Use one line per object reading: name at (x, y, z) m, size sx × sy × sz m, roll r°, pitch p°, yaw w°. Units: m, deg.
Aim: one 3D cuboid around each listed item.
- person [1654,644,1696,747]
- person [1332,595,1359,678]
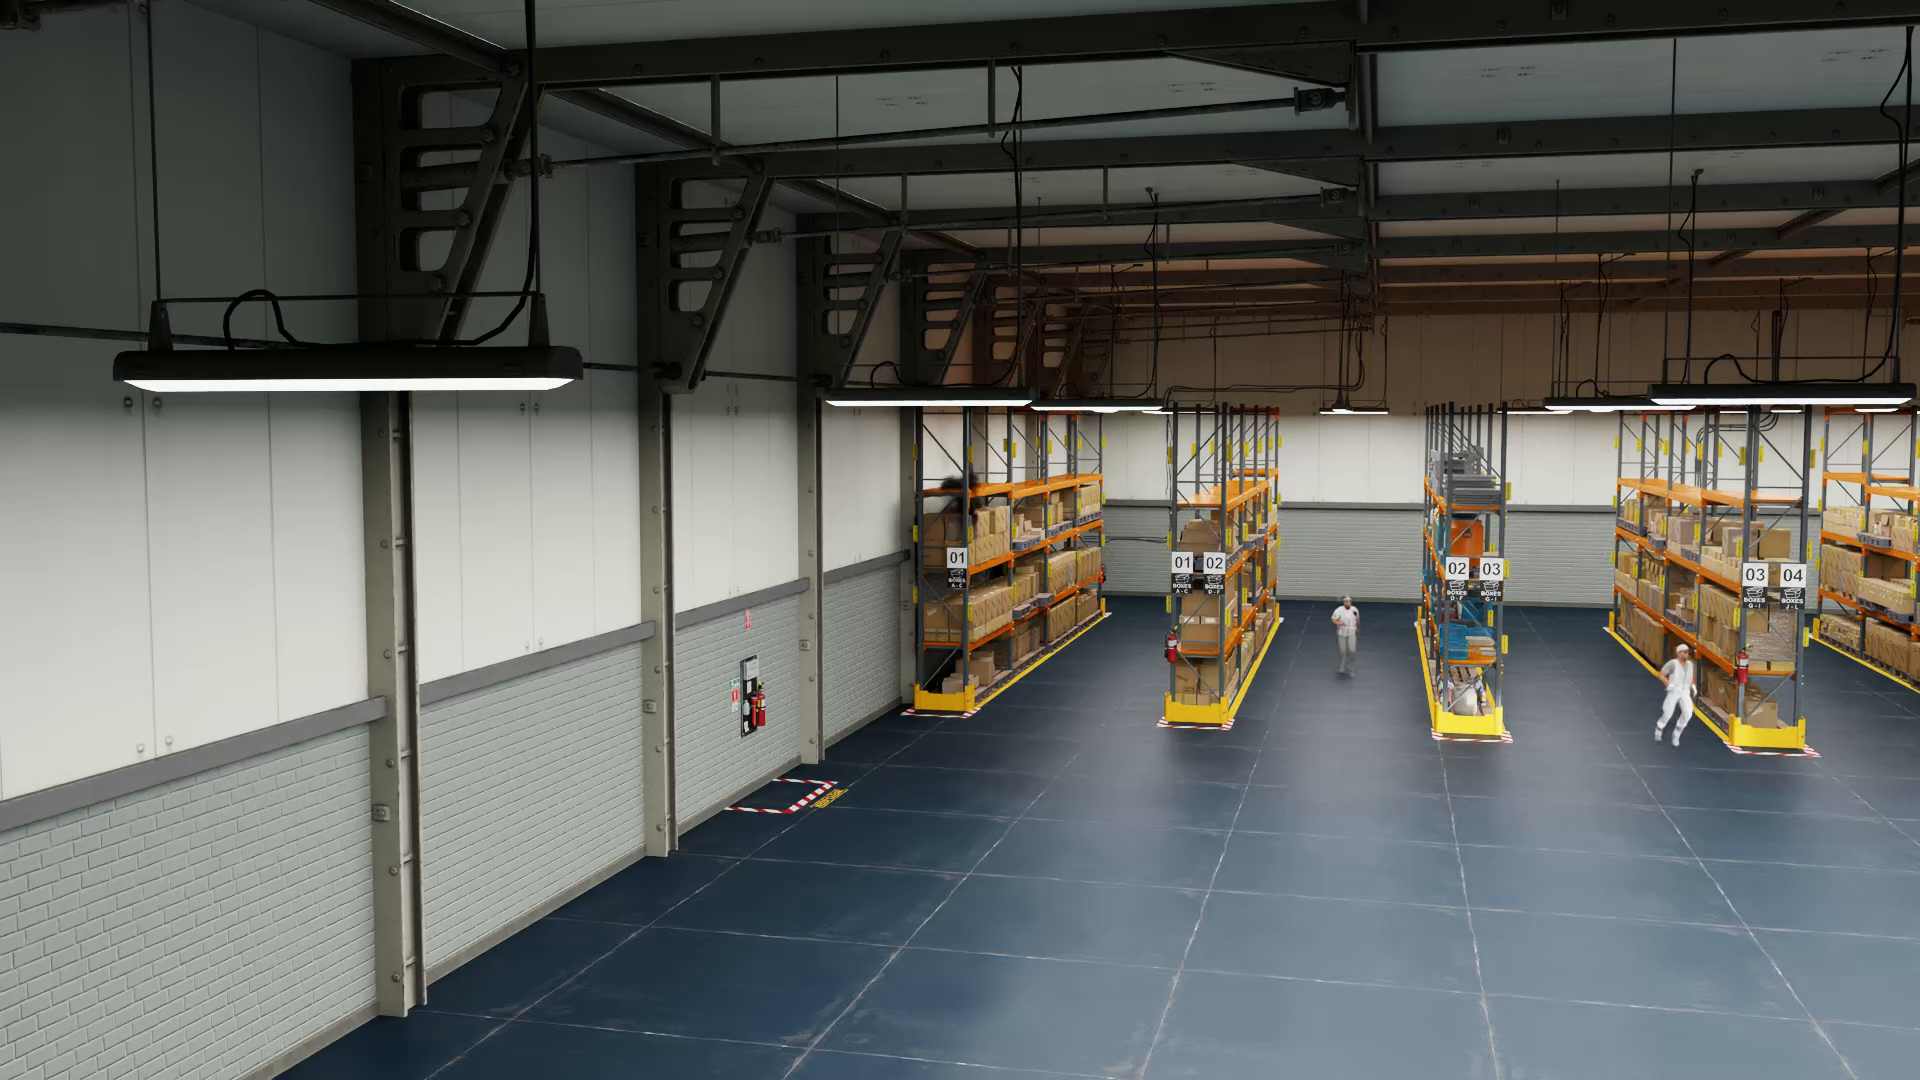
person at (12.568, 2.705, 29.062) m, size 0.718 × 1.780 × 0.674 m, roll 0°, pitch 4°, yaw -2°
person at (8.565, 2.117, 36.928) m, size 0.642 × 1.837 × 0.812 m, roll 0°, pitch 4°, yaw 5°
